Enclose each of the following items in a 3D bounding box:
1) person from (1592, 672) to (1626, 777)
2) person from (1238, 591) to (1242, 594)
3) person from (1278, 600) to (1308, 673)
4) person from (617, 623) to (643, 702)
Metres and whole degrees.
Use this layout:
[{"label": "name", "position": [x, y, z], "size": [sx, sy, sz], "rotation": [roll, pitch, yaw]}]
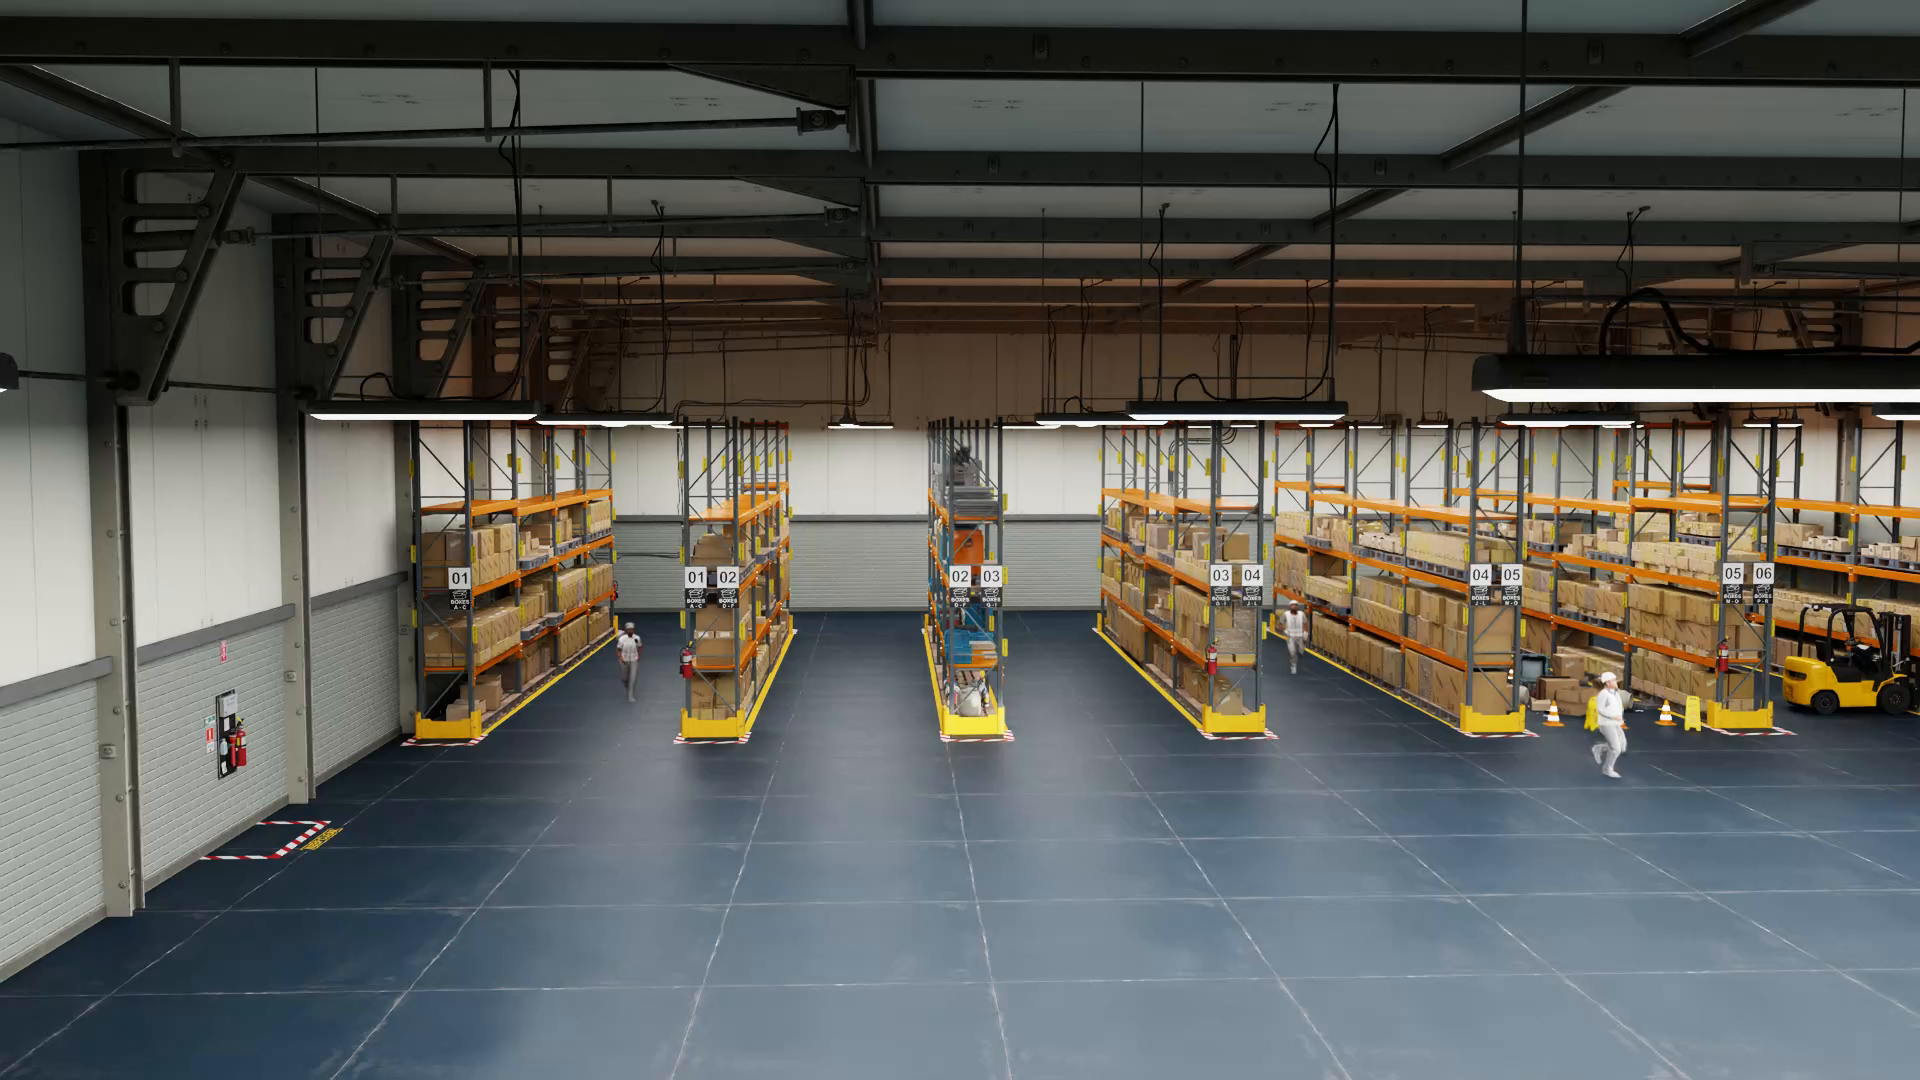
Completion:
[{"label": "person", "position": [10.804, 3.059, 27.693], "size": [0.609, 1.735, 0.691], "rotation": [3, 5, 42]}, {"label": "person", "position": [7.839, 1.944, 45.709], "size": [0.597, 1.611, 0.619], "rotation": [1, 4, 8]}, {"label": "person", "position": [7.940, 2.288, 39.599], "size": [0.702, 1.719, 0.672], "rotation": [0, 4, -3]}, {"label": "person", "position": [-7.058, 2.597, 35.584], "size": [0.568, 1.678, 0.865], "rotation": [-1, 4, -11]}]
